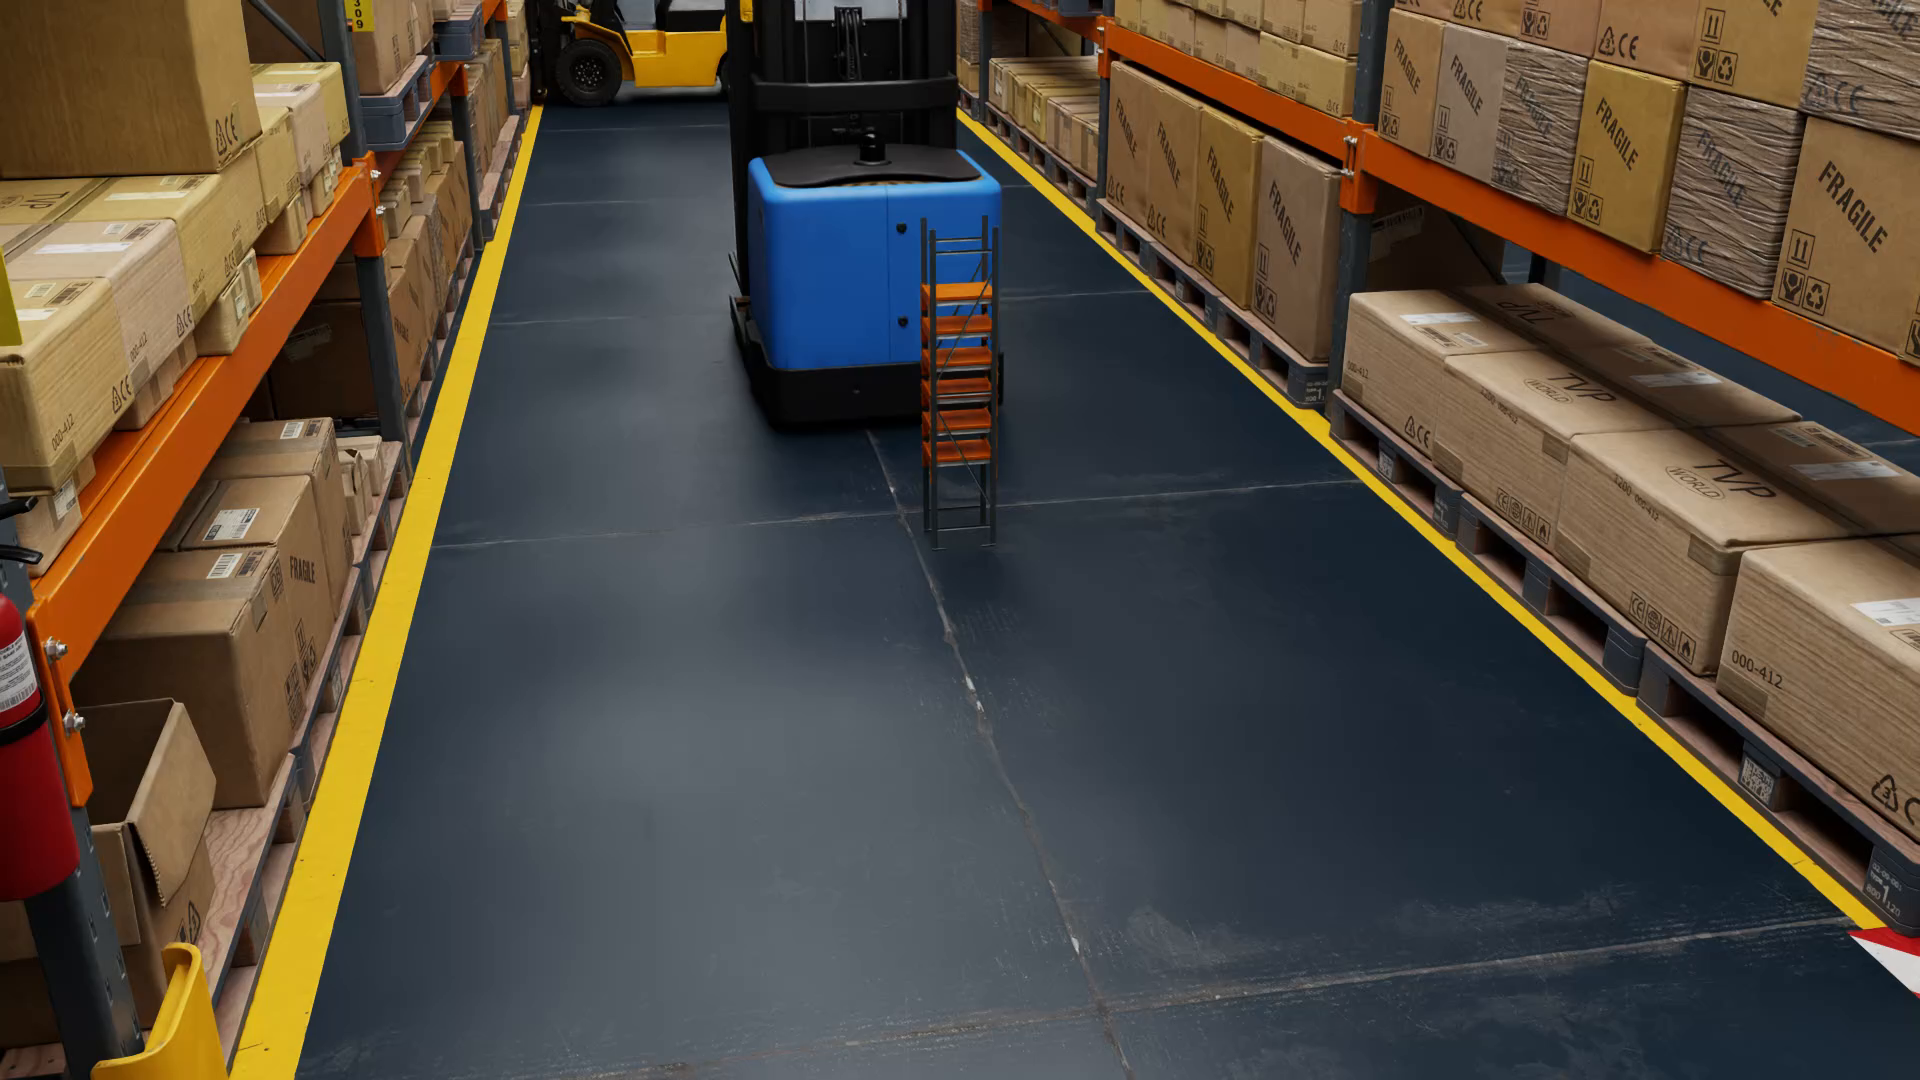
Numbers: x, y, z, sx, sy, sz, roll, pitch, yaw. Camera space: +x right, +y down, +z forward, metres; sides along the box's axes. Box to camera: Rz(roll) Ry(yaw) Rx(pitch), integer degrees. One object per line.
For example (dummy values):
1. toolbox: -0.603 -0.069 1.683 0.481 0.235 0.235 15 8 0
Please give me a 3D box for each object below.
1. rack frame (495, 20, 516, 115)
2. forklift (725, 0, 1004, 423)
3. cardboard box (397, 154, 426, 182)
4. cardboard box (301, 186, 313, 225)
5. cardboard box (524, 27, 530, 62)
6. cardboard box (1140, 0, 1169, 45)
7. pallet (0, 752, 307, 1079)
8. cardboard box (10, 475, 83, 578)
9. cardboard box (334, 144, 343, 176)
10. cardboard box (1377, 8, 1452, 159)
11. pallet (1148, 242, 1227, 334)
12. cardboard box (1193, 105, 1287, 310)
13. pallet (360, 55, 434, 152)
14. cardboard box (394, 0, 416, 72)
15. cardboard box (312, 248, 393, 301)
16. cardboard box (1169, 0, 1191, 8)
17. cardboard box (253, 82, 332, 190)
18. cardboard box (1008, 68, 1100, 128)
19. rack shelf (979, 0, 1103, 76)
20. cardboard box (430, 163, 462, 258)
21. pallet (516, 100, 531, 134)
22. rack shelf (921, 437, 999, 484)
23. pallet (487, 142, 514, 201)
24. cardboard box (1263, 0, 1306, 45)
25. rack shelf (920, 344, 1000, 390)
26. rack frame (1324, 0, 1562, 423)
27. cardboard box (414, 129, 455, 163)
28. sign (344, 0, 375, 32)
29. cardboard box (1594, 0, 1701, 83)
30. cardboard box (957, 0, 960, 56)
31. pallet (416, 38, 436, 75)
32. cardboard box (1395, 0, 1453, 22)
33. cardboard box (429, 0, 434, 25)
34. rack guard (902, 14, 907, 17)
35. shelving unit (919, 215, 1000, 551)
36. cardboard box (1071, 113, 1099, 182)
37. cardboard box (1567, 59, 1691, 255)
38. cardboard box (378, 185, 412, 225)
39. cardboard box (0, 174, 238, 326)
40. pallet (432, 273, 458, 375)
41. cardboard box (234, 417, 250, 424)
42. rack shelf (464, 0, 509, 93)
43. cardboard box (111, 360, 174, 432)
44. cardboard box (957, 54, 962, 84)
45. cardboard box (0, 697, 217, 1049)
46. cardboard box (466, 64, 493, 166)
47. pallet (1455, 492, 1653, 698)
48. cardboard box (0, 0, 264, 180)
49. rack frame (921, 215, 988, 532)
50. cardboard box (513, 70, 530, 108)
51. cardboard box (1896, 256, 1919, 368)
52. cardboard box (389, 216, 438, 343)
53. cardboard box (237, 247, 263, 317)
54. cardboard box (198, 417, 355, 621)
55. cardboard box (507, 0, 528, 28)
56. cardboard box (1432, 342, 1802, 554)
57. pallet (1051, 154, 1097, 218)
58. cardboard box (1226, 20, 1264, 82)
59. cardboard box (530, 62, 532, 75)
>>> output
1. rack frame: -4.208 -4.722 13.313 1.000 3.000 0.127 -4 24 -10
2. forklift: -0.608 -2.414 8.116 1.130 2.935 3.031 -5 24 -11
3. cardboard box: -2.991 -1.900 8.640 0.380 0.149 0.250 -5 24 -11
4. cardboard box: -2.259 -1.047 5.213 0.380 0.149 0.250 -4 24 -8
5. cardboard box: -4.171 -4.493 15.075 0.500 0.250 0.500 -5 24 -10
6. cardboard box: 1.364 -3.037 9.642 0.500 0.250 0.500 -5 24 -11
7. pallet: -2.152 0.933 3.850 1.003 0.211 1.213 -4 24 -10
8. cardboard box: -1.781 -0.036 2.899 0.380 0.149 0.250 -4 24 -10
9. cardboard box: -2.422 -1.353 5.914 0.380 0.149 0.250 -4 24 -9
10. cardboard box: 1.978 -1.786 6.466 0.500 0.500 0.500 -4 24 -8
11. pallet: 1.703 -1.445 9.294 1.003 0.211 1.213 -4 24 -10
12. cardboard box: 1.780 -1.755 8.651 0.875 0.875 0.875 -4 24 -8
13. pallet: -2.770 -1.809 6.885 1.003 0.211 1.213 -4 24 -10
14. cardboard box: -2.694 -2.224 6.944 0.700 0.500 0.500 -4 24 -9
15. cardboard box: -2.534 -1.080 6.763 0.380 0.149 0.250 -3 24 -7
16. cardboard box: 1.434 -3.060 9.070 0.500 0.250 0.500 -4 24 -10
17. cardboard box: -2.288 -1.264 5.213 0.500 0.250 0.500 -4 24 -10
18. cardboard box: 0.905 -3.590 13.481 0.950 0.372 0.625 -3 24 -6
19. rack shelf: 1.039 -3.974 12.500 1.077 0.370 4.000 -4 24 -10
20. cardboard box: -3.097 -1.847 9.330 0.500 0.500 0.500 -5 24 -11
21. pallet: -4.314 -3.760 14.595 1.003 0.211 1.213 -4 24 -10
22. rack shelf: -0.003 -0.295 6.137 0.258 0.103 0.180 -4 24 -10
23. pallet: -3.805 -2.676 12.113 1.003 0.211 1.213 -4 24 -10
24. cardboard box: 1.728 -2.456 7.687 0.500 0.250 0.500 -4 24 -8
25. rack shelf: -0.003 -0.625 5.993 0.258 0.103 0.180 -4 24 -10
26. rack frame: 2.148 -1.944 6.953 1.000 3.000 0.127 -4 24 -10
27. cardboard box: -3.048 -2.212 9.355 0.380 0.149 0.250 -6 24 -12
28. sign: -2.197 -2.015 6.034 0.100 0.325 0.005 -4 24 -10
29. cardboard box: 2.260 -1.643 4.889 0.500 0.500 0.500 -4 24 -10
30. cardboard box: 0.200 -4.779 15.419 0.500 0.500 0.500 -4 24 -9
31. pallet: -3.105 -2.296 7.998 1.003 0.211 1.213 -4 24 -10
32. cardboard box: 1.998 -2.243 6.263 0.500 0.500 0.500 -4 24 -9
33. cardboard box: -2.985 -2.760 8.167 0.797 0.503 0.637 -5 24 -11
34. rack guard: -0.057 -5.488 18.192 1.175 0.500 0.348 -4 24 -10
35. shelving unit: -0.003 -0.556 6.023 0.258 1.200 0.189 -4 24 -10
36. cardboard box: 1.314 -2.728 11.508 0.950 0.372 0.625 -6 24 -13
37. cardboard box: 2.248 -1.189 5.099 0.500 0.500 0.500 -4 24 -8
38. cardboard box: -2.837 -1.589 7.928 0.380 0.149 0.250 -3 24 -8
39. cardboard box: -1.999 -0.665 3.841 0.500 0.250 0.500 -5 24 -11
40. pallet: -3.146 -1.095 8.494 1.003 0.211 1.213 -4 24 -10
41. cardboard box: -2.839 -0.258 5.927 0.500 0.311 0.500 -3 24 -8
42. rack shelf: -3.839 -3.605 11.656 1.077 0.370 4.000 -4 24 -10
43. cardboard box: -1.942 -0.337 3.589 0.380 0.149 0.250 -4 24 -8
44. cardboard box: 0.187 -4.444 15.589 0.500 0.250 0.500 -5 24 -11
45. cardboard box: -2.009 0.702 3.488 0.797 0.503 0.637 -5 24 -12
46. cardboard box: -3.824 -3.020 11.859 0.875 0.625 0.625 -5 24 -12
47. pallet: 2.441 0.120 5.712 1.003 0.211 1.213 -4 24 -10
48. cardboard box: -2.086 -1.201 4.131 0.500 0.500 0.500 -4 24 -8
49. rack frame: -0.020 -0.592 6.105 0.240 1.200 0.006 -4 24 -10
50. cardboard box: -3.972 -3.869 14.271 0.500 0.250 0.500 -4 24 -9
51. cardboard box: 2.539 -0.586 3.720 0.500 0.500 0.500 -4 24 -9
52. cardboard box: -2.794 -1.234 7.926 0.500 0.500 0.500 -5 24 -11
53. cardboard box: -2.039 -0.649 4.301 0.380 0.149 0.250 -4 24 -9
54. cardboard box: -2.321 -0.044 5.200 0.700 0.500 0.500 -5 24 -12
55. cardboard box: -4.177 -4.722 14.977 0.500 0.250 0.500 -3 24 -8
56. cardboard box: 2.325 -0.355 5.992 0.875 0.438 0.875 -5 24 -11
57. pallet: 1.266 -2.547 11.817 1.003 0.211 1.213 -4 24 -10
58. cardboard box: 1.650 -2.433 8.261 0.500 0.250 0.500 -5 24 -11
59. cardboard box: -4.266 -4.470 15.647 0.500 0.250 0.500 -4 24 -8
